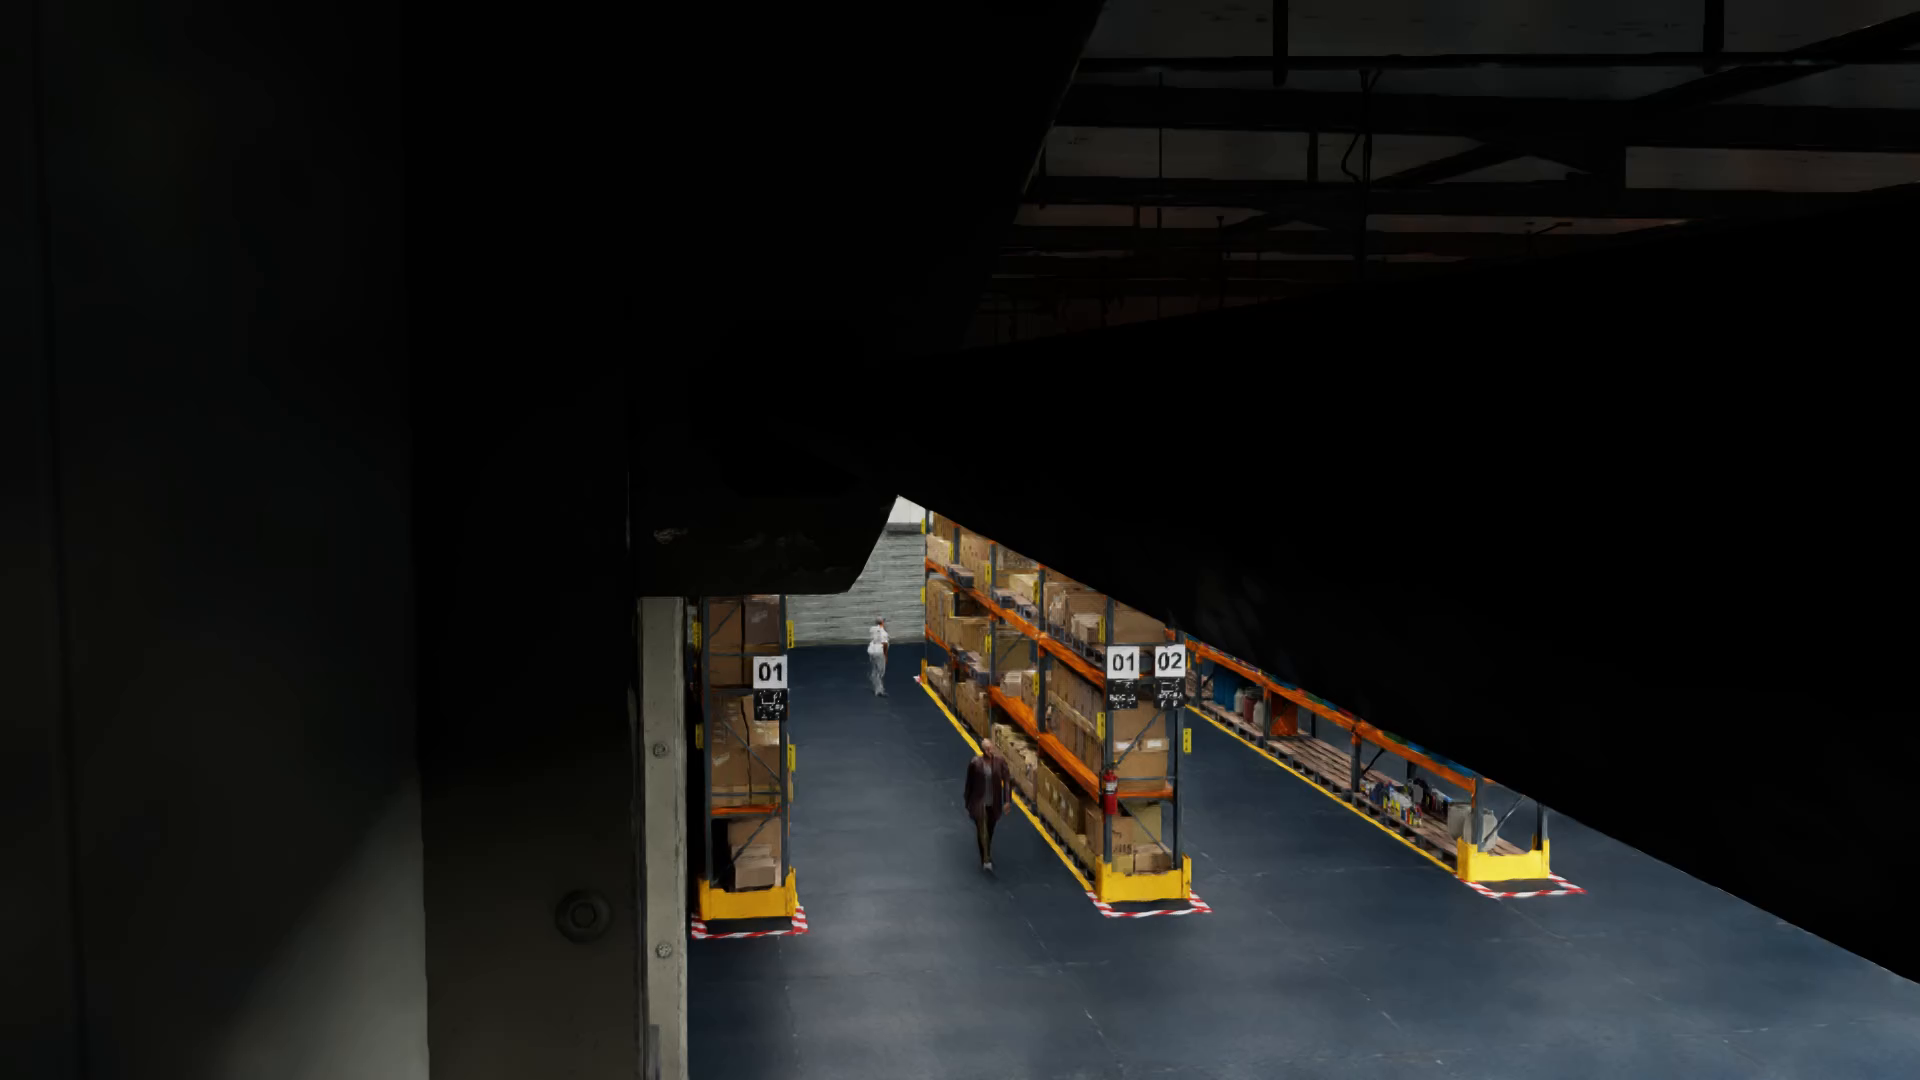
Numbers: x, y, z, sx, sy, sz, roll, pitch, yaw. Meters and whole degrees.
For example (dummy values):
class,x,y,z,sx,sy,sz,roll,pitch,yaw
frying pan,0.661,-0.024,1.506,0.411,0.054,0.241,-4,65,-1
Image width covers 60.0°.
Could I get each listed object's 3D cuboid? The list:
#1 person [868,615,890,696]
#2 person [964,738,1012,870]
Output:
class,x,y,z,sx,sy,sz,roll,pitch,yaw
person,-1.675,2.409,35.022,0.462,1.673,0.579,-4,6,-38
person,0.388,3.503,22.315,0.594,1.725,1.111,-1,5,-10
